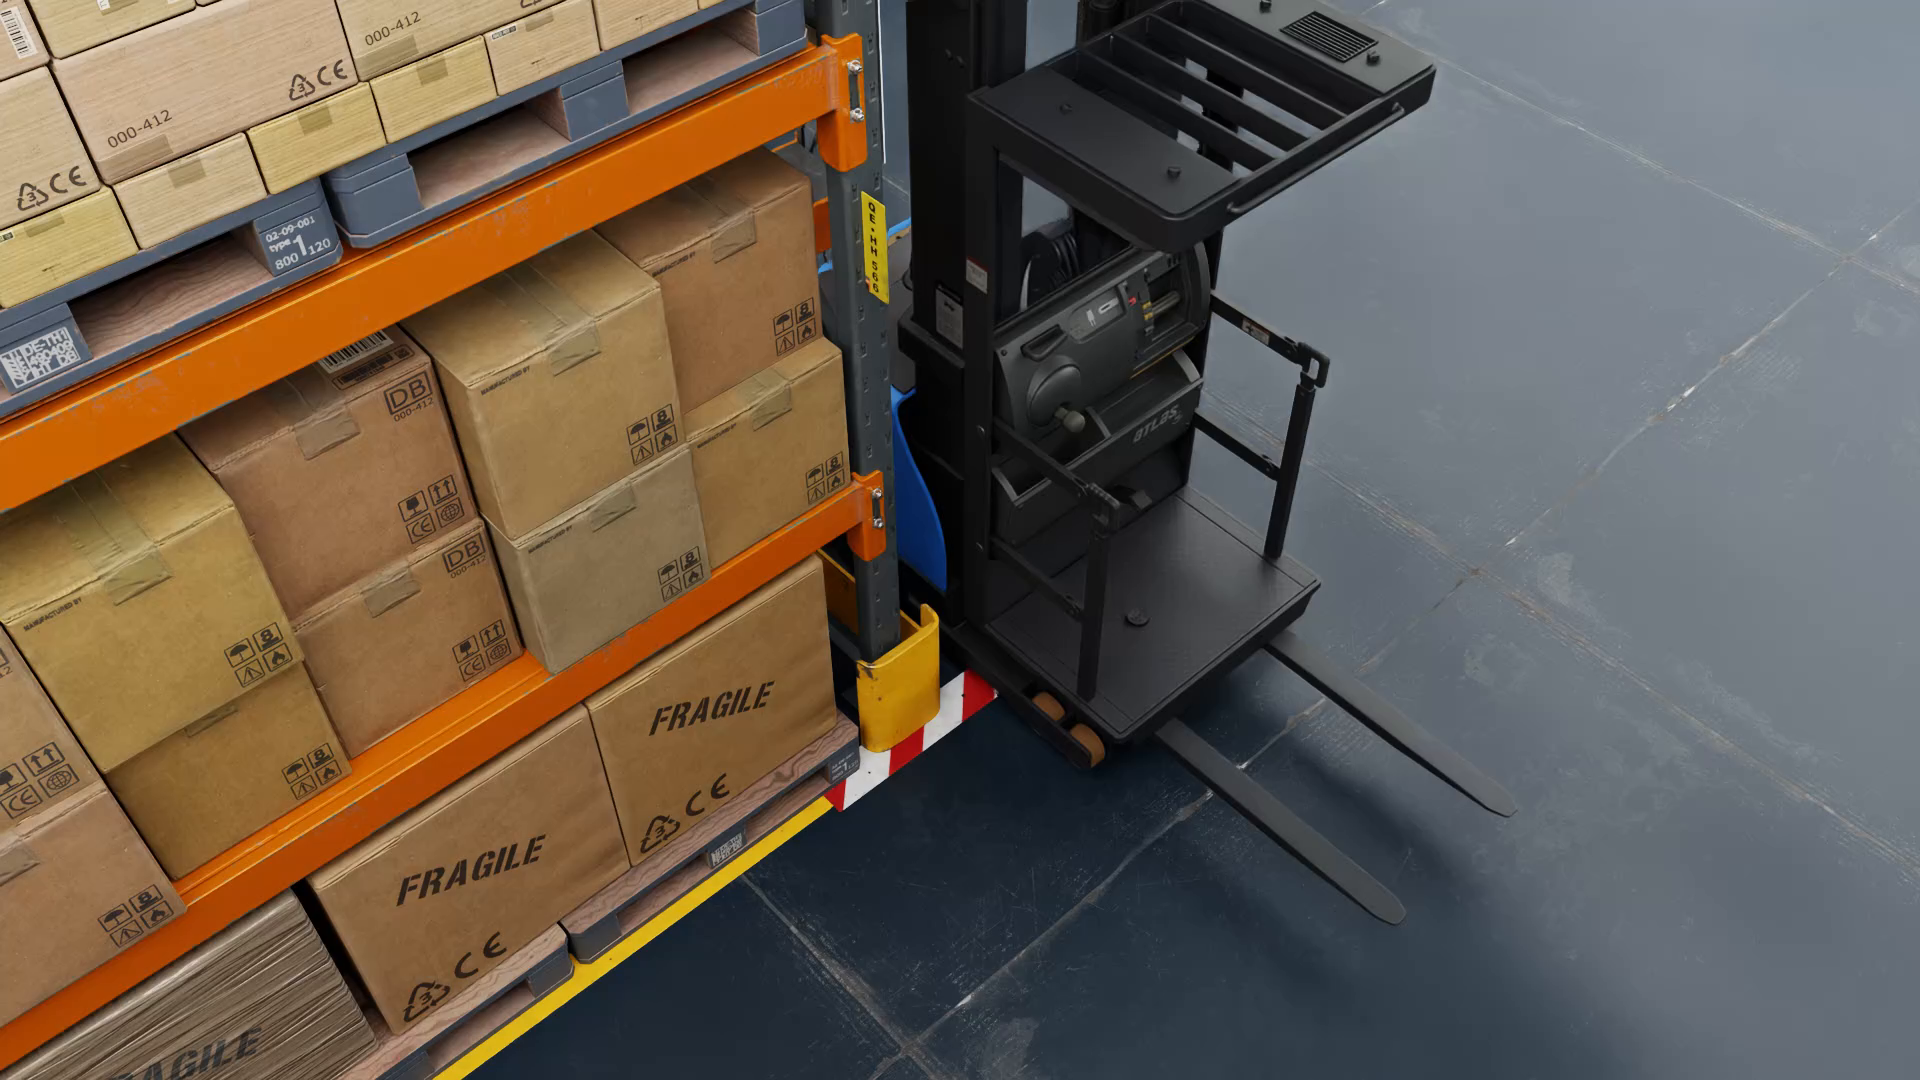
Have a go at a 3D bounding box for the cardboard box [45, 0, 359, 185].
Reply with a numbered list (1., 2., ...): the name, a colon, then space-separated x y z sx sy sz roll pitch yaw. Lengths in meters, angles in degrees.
1. cardboard box: -1.502 -0.970 3.109 0.500 0.250 0.500 -34 56 -27

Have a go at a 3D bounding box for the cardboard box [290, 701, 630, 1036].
1. cardboard box: -1.692 0.770 5.158 0.875 0.875 0.875 -35 56 -28

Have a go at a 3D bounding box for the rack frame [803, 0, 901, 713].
1. rack frame: -0.585 -0.615 5.277 0.127 3.000 1.000 -34 56 -27

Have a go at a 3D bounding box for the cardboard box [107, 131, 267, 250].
1. cardboard box: -1.543 -0.747 3.174 0.250 0.149 0.380 -33 55 -27

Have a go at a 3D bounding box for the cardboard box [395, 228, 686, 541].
1. cardboard box: -1.230 -0.548 4.378 0.550 0.550 0.875 -34 56 -27

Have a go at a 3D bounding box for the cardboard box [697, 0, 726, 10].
1. cardboard box: -0.603 -1.375 3.754 0.250 0.149 0.380 -34 56 -27

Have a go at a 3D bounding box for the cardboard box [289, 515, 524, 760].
1. cardboard box: -1.720 0.034 4.575 0.550 0.550 0.875 -34 56 -27

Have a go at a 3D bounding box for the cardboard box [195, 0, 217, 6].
1. cardboard box: -1.357 -1.142 2.996 0.250 0.149 0.380 -34 56 -27

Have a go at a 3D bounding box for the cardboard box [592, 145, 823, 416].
1. cardboard box: -0.886 -0.870 4.675 0.550 0.550 0.875 -34 56 -27

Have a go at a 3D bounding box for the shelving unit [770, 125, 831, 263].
1. shelving unit: -0.702 -1.196 6.423 0.503 2.100 0.431 -29 54 -24

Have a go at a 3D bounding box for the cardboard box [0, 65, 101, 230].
1. cardboard box: -1.875 -0.721 2.879 0.500 0.250 0.500 -33 55 -27

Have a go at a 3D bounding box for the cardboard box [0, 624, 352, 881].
1. cardboard box: -2.084 0.319 4.313 0.500 0.550 0.875 -34 56 -27

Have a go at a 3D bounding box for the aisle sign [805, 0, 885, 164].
1. aisle sign: -0.331 -1.369 4.203 0.004 0.787 0.394 -34 56 -27

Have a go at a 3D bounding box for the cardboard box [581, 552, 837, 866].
1. cardboard box: -1.042 0.334 5.561 0.875 0.875 0.875 -33 56 -27

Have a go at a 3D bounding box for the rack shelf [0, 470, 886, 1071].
1. rack shelf: -2.065 0.618 4.629 4.000 0.370 1.077 -34 56 -27

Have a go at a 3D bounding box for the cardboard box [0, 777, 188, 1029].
1. cardboard box: -2.409 0.636 4.021 0.550 0.550 0.875 -34 56 -27

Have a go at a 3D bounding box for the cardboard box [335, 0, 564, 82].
1. cardboard box: -1.130 -1.218 3.338 0.500 0.250 0.500 -34 56 -27

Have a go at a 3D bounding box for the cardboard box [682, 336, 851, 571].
1. cardboard box: -0.829 -0.458 5.029 0.550 0.550 0.875 -34 56 -27

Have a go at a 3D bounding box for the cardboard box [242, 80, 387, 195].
1. cardboard box: -1.356 -0.871 3.289 0.250 0.149 0.380 -35 56 -28

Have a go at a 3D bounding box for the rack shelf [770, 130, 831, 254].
1. rack shelf: -0.702 -1.187 6.433 0.480 0.518 0.431 -29 54 -24

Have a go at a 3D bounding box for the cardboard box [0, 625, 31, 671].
1. cardboard box: -3.512 0.438 6.165 0.258 0.266 0.396 -25 52 -21

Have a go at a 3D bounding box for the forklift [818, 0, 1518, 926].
1. forklift: 0.623 -0.598 5.308 1.130 2.935 3.031 -34 56 -27

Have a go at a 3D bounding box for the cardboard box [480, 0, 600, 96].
1. cardboard box: -0.979 -1.123 3.522 0.250 0.149 0.380 -33 55 -27

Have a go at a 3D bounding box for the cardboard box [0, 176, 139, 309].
1. cardboard box: -1.732 -0.621 3.058 0.250 0.149 0.380 -33 55 -27

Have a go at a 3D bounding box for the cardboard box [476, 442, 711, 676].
1. cardboard box: -1.221 -0.174 4.768 0.550 0.550 0.875 -34 56 -27

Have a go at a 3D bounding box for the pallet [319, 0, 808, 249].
1. pallet: -1.127 -1.230 3.863 1.213 0.211 1.003 -34 56 -27

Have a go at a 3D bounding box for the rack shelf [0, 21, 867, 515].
1. rack shelf: -2.065 -0.400 3.526 4.000 0.370 1.077 -34 56 -27

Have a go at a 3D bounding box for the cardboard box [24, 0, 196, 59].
1. cardboard box: -1.547 -1.014 2.879 0.250 0.149 0.380 -35 56 -28

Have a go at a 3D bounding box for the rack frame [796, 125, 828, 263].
1. rack frame: -0.508 -1.306 6.524 0.015 2.100 0.400 -29 54 -24

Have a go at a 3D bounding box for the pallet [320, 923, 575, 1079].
1. pallet: -2.026 1.368 5.344 1.213 0.211 1.003 -34 56 -27

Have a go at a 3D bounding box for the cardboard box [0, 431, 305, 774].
1. cardboard box: -2.041 -0.012 3.883 0.500 0.550 0.875 -34 56 -27

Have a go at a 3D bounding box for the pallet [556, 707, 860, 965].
1. pallet: -1.124 0.768 5.897 1.213 0.211 1.003 -34 56 -27

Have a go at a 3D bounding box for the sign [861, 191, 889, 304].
1. sign: -0.230 -0.786 4.485 0.005 0.325 0.100 -34 56 -27

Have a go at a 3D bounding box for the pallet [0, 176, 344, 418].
1. pallet: -2.030 -0.623 3.304 1.213 0.211 1.003 -34 56 -27

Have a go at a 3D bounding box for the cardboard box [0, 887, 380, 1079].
1. cardboard box: -2.368 1.220 4.743 0.875 0.875 0.875 -33 56 -27

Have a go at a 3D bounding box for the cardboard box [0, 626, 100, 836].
1. cardboard box: -2.428 0.254 3.637 0.550 0.550 0.875 -34 56 -27

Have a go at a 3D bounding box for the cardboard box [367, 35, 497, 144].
1. cardboard box: -1.167 -0.999 3.407 0.250 0.149 0.380 -33 55 -27

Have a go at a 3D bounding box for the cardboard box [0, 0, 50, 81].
1. cardboard box: -1.734 -0.889 2.763 0.250 0.149 0.380 -33 55 -27

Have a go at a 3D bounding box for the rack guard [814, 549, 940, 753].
1. rack guard: -0.567 0.221 6.206 0.348 0.500 1.175 -34 56 -27

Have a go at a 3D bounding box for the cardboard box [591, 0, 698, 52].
1. cardboard box: -0.790 -1.251 3.639 0.250 0.149 0.380 -33 55 -27

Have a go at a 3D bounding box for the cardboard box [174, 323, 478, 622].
1. cardboard box: -1.736 -0.345 4.190 0.550 0.550 0.875 -34 56 -27
